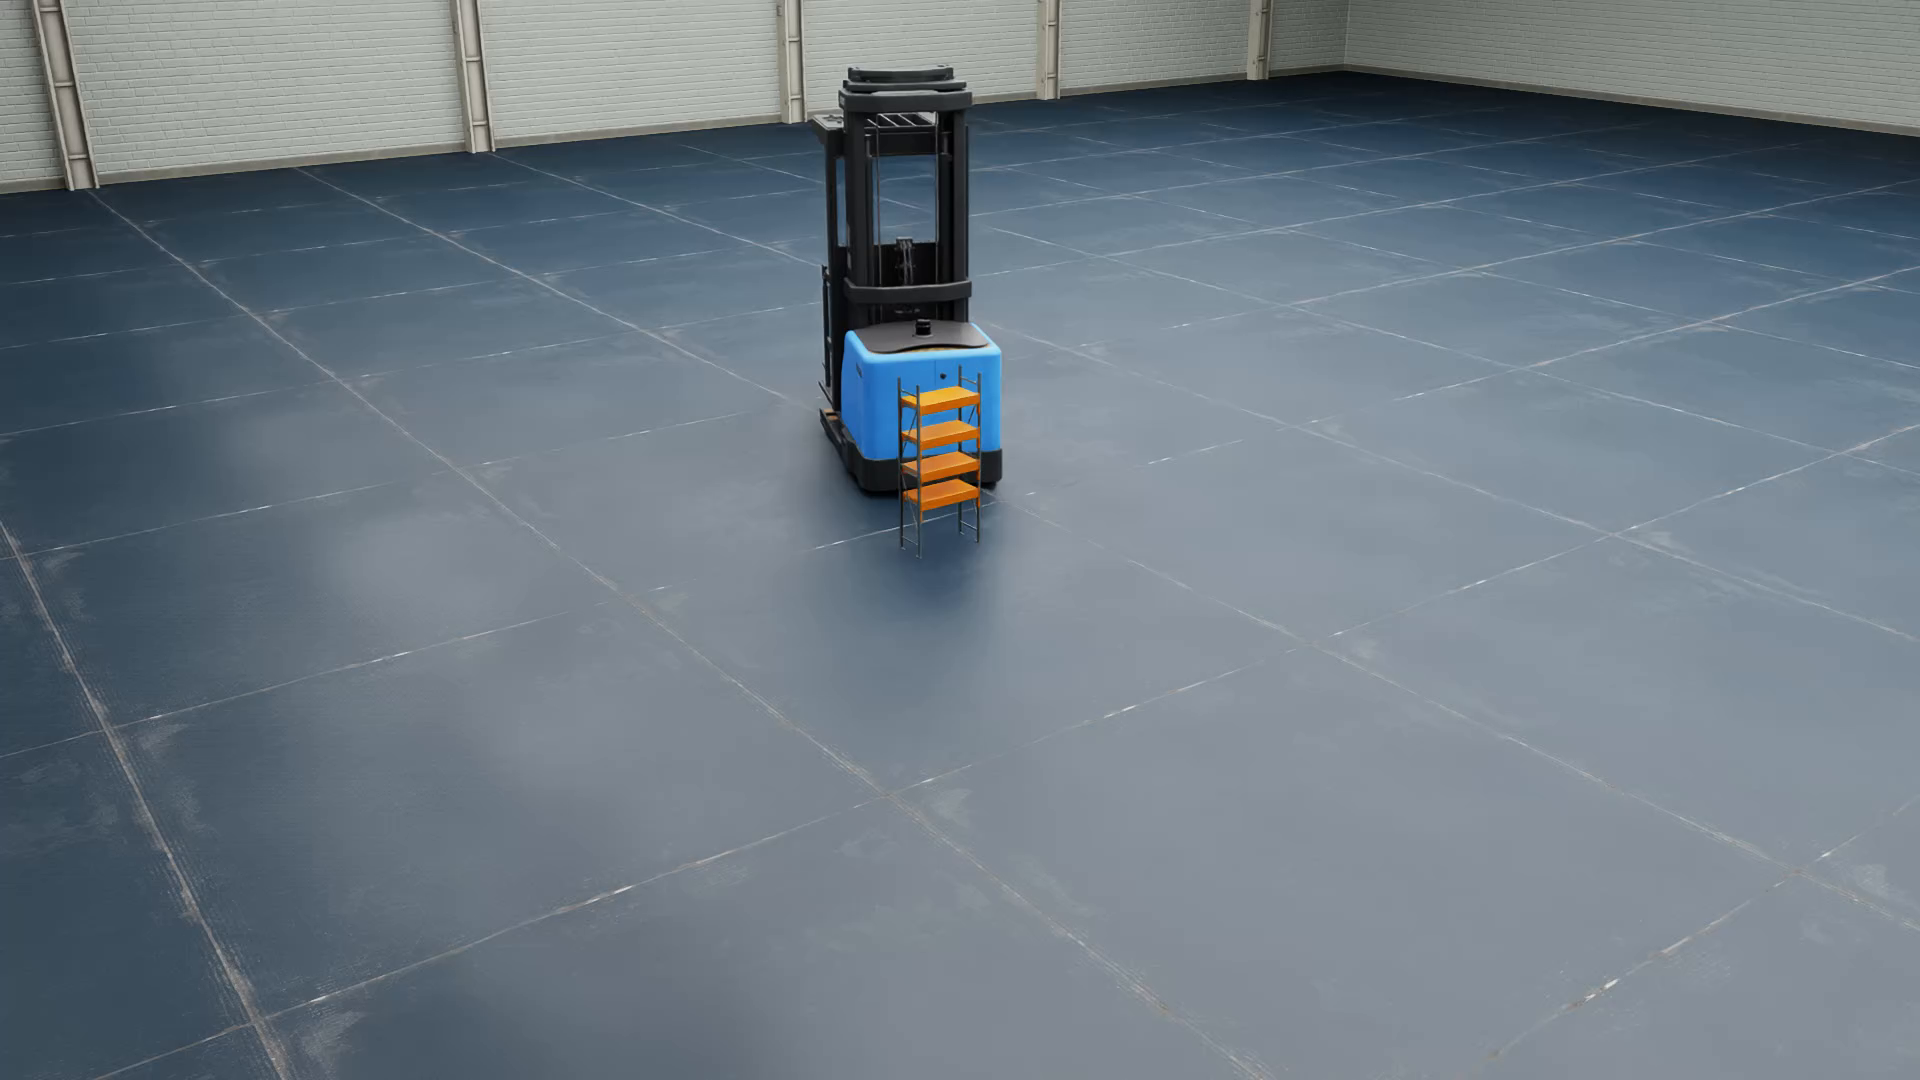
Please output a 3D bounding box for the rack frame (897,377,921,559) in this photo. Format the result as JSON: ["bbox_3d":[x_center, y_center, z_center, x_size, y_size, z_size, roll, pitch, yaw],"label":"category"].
[{"bbox_3d":[-0.332,-0.469,10.952,0.015,1.200,0.240,-15,26,-33],"label":"rack frame"}]

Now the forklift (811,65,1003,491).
[{"bbox_3d":[-0.531,-2.231,13.032,1.130,2.935,3.031,-5,22,-13],"label":"forklift"}]

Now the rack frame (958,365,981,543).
[{"bbox_3d":[0.064,-0.574,11.217,0.015,1.200,0.240,-15,26,-33],"label":"rack frame"}]

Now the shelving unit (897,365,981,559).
[{"bbox_3d":[-0.134,-0.521,11.084,0.503,1.200,0.258,-15,26,-33],"label":"shelving unit"}]

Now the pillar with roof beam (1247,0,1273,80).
[{"bbox_3d":[9.182,-13.227,32.403,0.400,9.000,9.100,-15,26,-33],"label":"pillar with roof beam"}]

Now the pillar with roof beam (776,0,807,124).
[{"bbox_3d":[-0.559,-10.630,25.893,0.400,9.000,9.100,-15,26,-33],"label":"pillar with roof beam"}]

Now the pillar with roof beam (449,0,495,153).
[{"bbox_3d":[-5.430,-9.331,22.639,0.400,9.000,9.100,-15,26,-33],"label":"pillar with roof beam"}]

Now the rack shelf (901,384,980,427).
[{"bbox_3d":[-0.134,-0.886,10.939,0.480,0.148,0.258,-15,26,-33],"label":"rack shelf"}]

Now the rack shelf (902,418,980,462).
[{"bbox_3d":[-0.134,-0.667,11.026,0.480,0.148,0.258,-15,26,-33],"label":"rack shelf"}]

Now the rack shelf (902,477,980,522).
[{"bbox_3d":[-0.134,-0.275,11.183,0.480,0.148,0.258,-15,26,-33],"label":"rack shelf"}]

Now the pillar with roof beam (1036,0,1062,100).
[{"bbox_3d":[4.311,-11.929,29.148,0.400,9.000,9.100,-15,26,-33],"label":"pillar with roof beam"}]

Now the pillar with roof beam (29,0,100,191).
[{"bbox_3d":[-10.300,-8.033,19.384,0.400,9.000,9.100,-15,26,-33],"label":"pillar with roof beam"}]

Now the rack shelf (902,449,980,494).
[{"bbox_3d":[-0.134,-0.459,11.109,0.480,0.148,0.258,-15,26,-33],"label":"rack shelf"}]
